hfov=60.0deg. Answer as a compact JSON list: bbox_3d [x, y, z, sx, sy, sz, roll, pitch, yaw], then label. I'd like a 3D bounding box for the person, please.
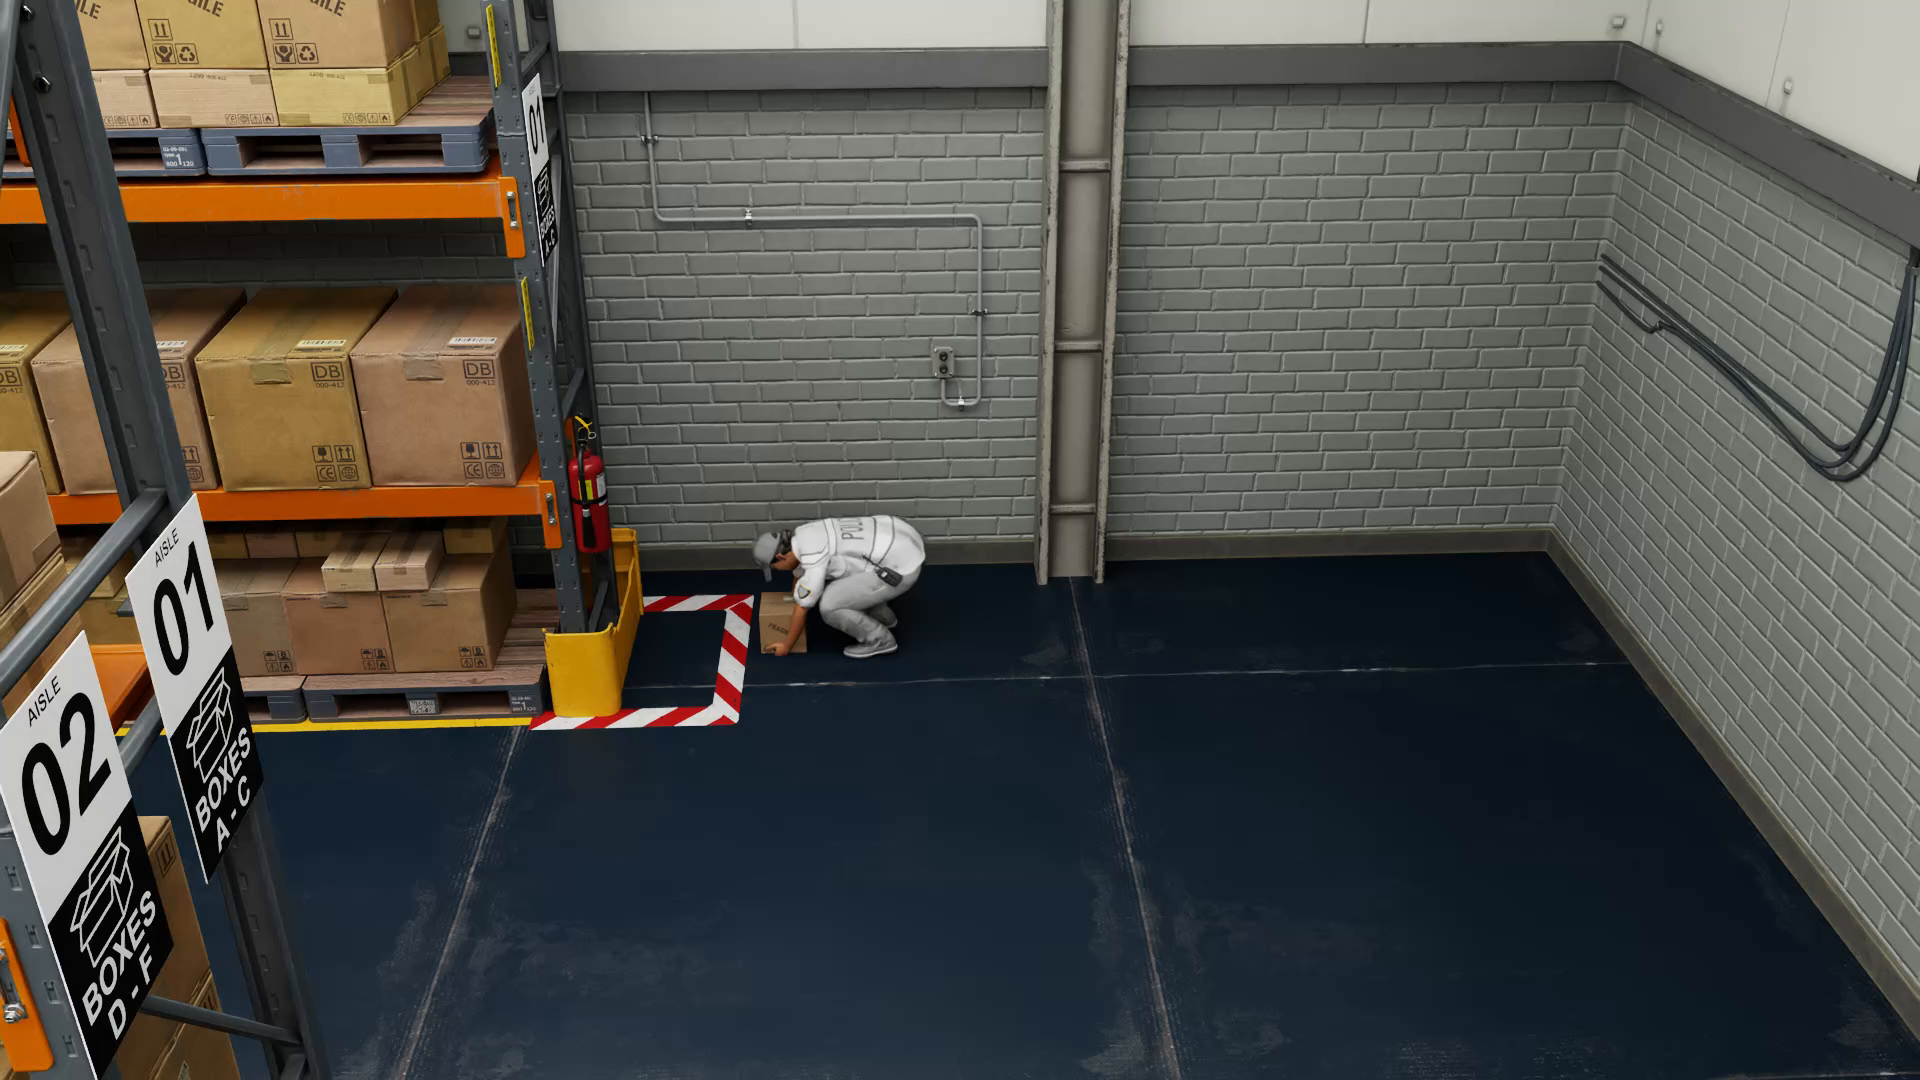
[{"bbox_3d":[-0.657,0.247,9.161,0.935,0.754,0.508,-2,28,-4],"label":"person"}]
